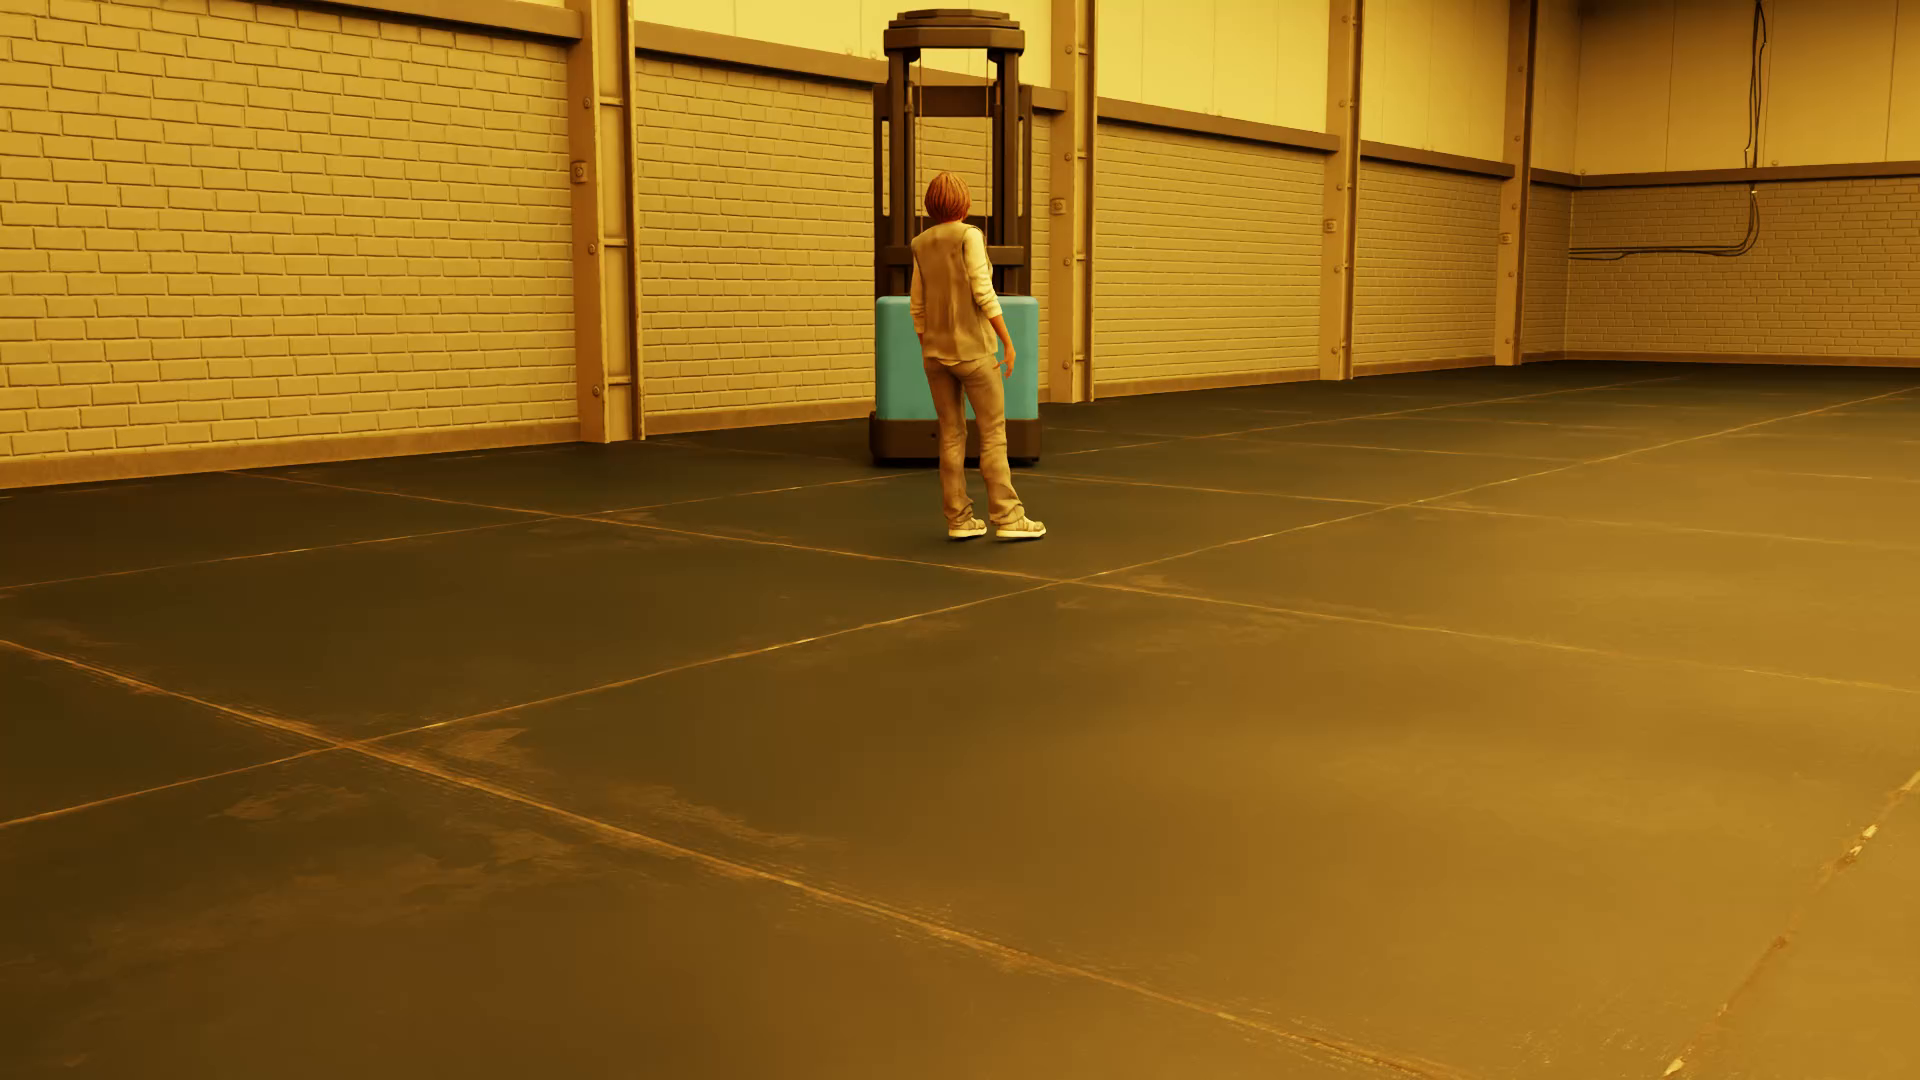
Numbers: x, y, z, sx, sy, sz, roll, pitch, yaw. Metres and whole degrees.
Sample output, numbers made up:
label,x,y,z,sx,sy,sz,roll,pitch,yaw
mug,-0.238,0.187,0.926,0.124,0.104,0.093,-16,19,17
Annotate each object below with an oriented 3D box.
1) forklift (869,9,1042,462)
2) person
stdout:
label,x,y,z,sx,sy,sz,roll,pitch,yaw
forklift,-0.059,-2.113,11.718,1.130,2.935,3.031,0,8,-2
person,0.058,-0.805,7.337,0.520,1.599,0.473,7,11,38
